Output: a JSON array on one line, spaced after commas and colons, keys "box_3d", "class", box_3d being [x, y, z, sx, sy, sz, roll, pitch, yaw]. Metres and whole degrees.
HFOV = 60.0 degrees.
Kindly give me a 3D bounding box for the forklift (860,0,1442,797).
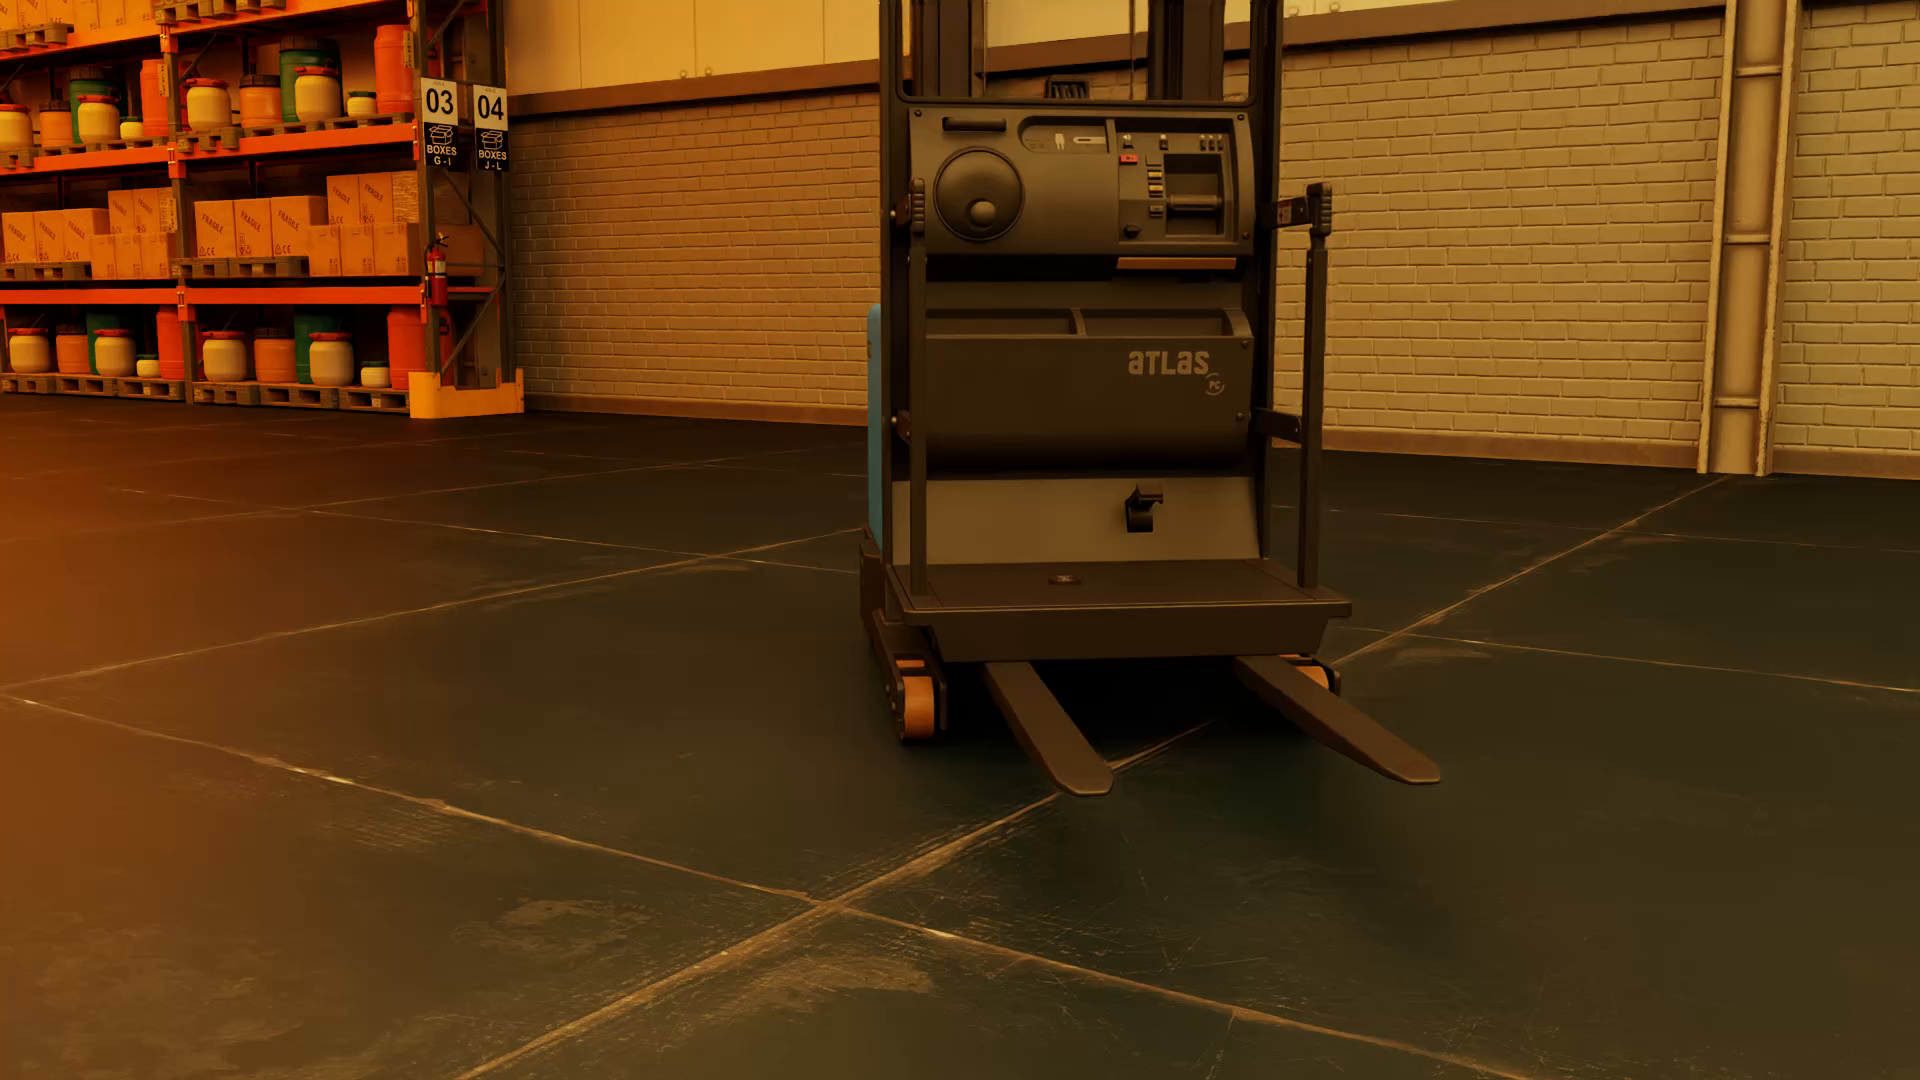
[{"box_3d": [0.356, -1.005, 4.257, 1.130, 2.935, 3.031, -1, 8, -7], "class": "forklift"}]
